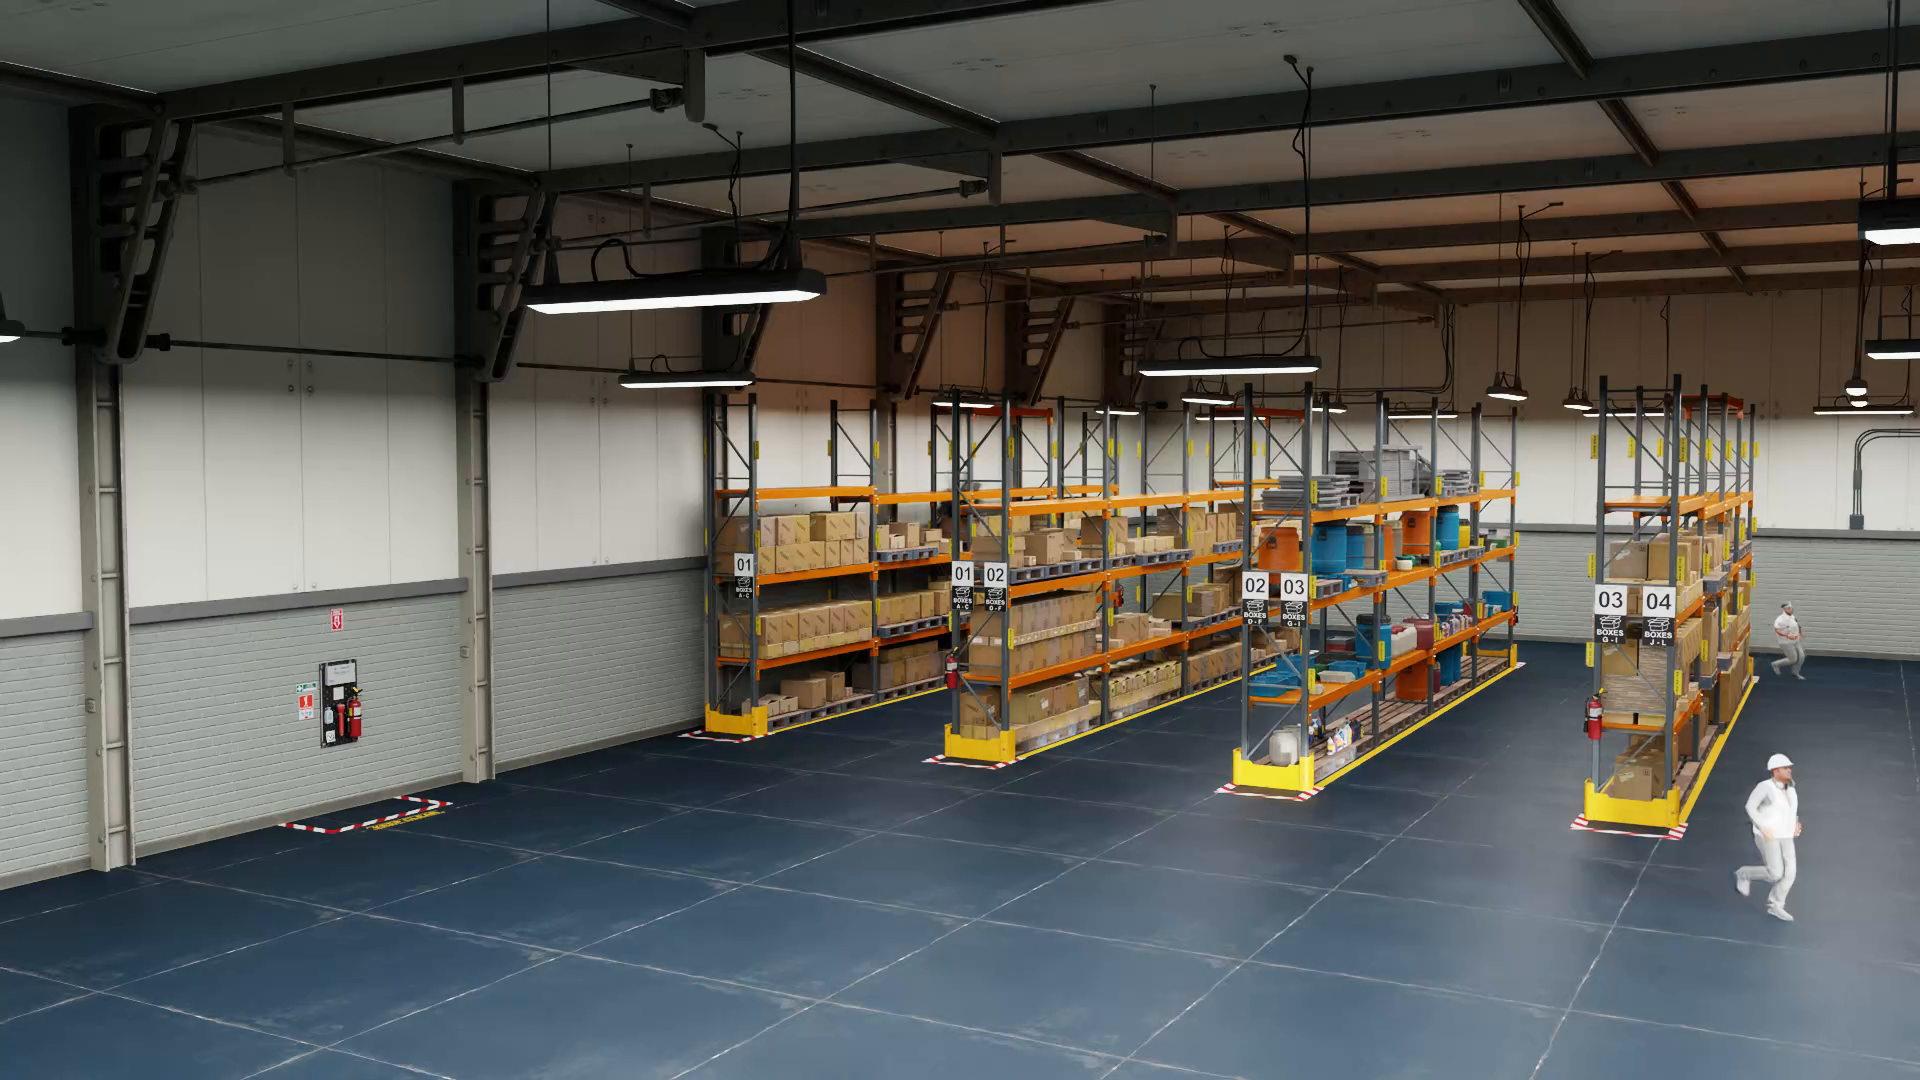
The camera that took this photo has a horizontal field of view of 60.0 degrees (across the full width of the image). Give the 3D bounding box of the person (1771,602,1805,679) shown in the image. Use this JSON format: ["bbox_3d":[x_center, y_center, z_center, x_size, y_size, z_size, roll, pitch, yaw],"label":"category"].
[{"bbox_3d":[18.112,2.197,36.424,0.677,1.710,0.601,-2,4,-36],"label":"person"}]

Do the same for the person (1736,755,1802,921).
[{"bbox_3d":[8.768,3.173,17.982,0.681,1.746,0.687,-2,3,-27],"label":"person"}]
